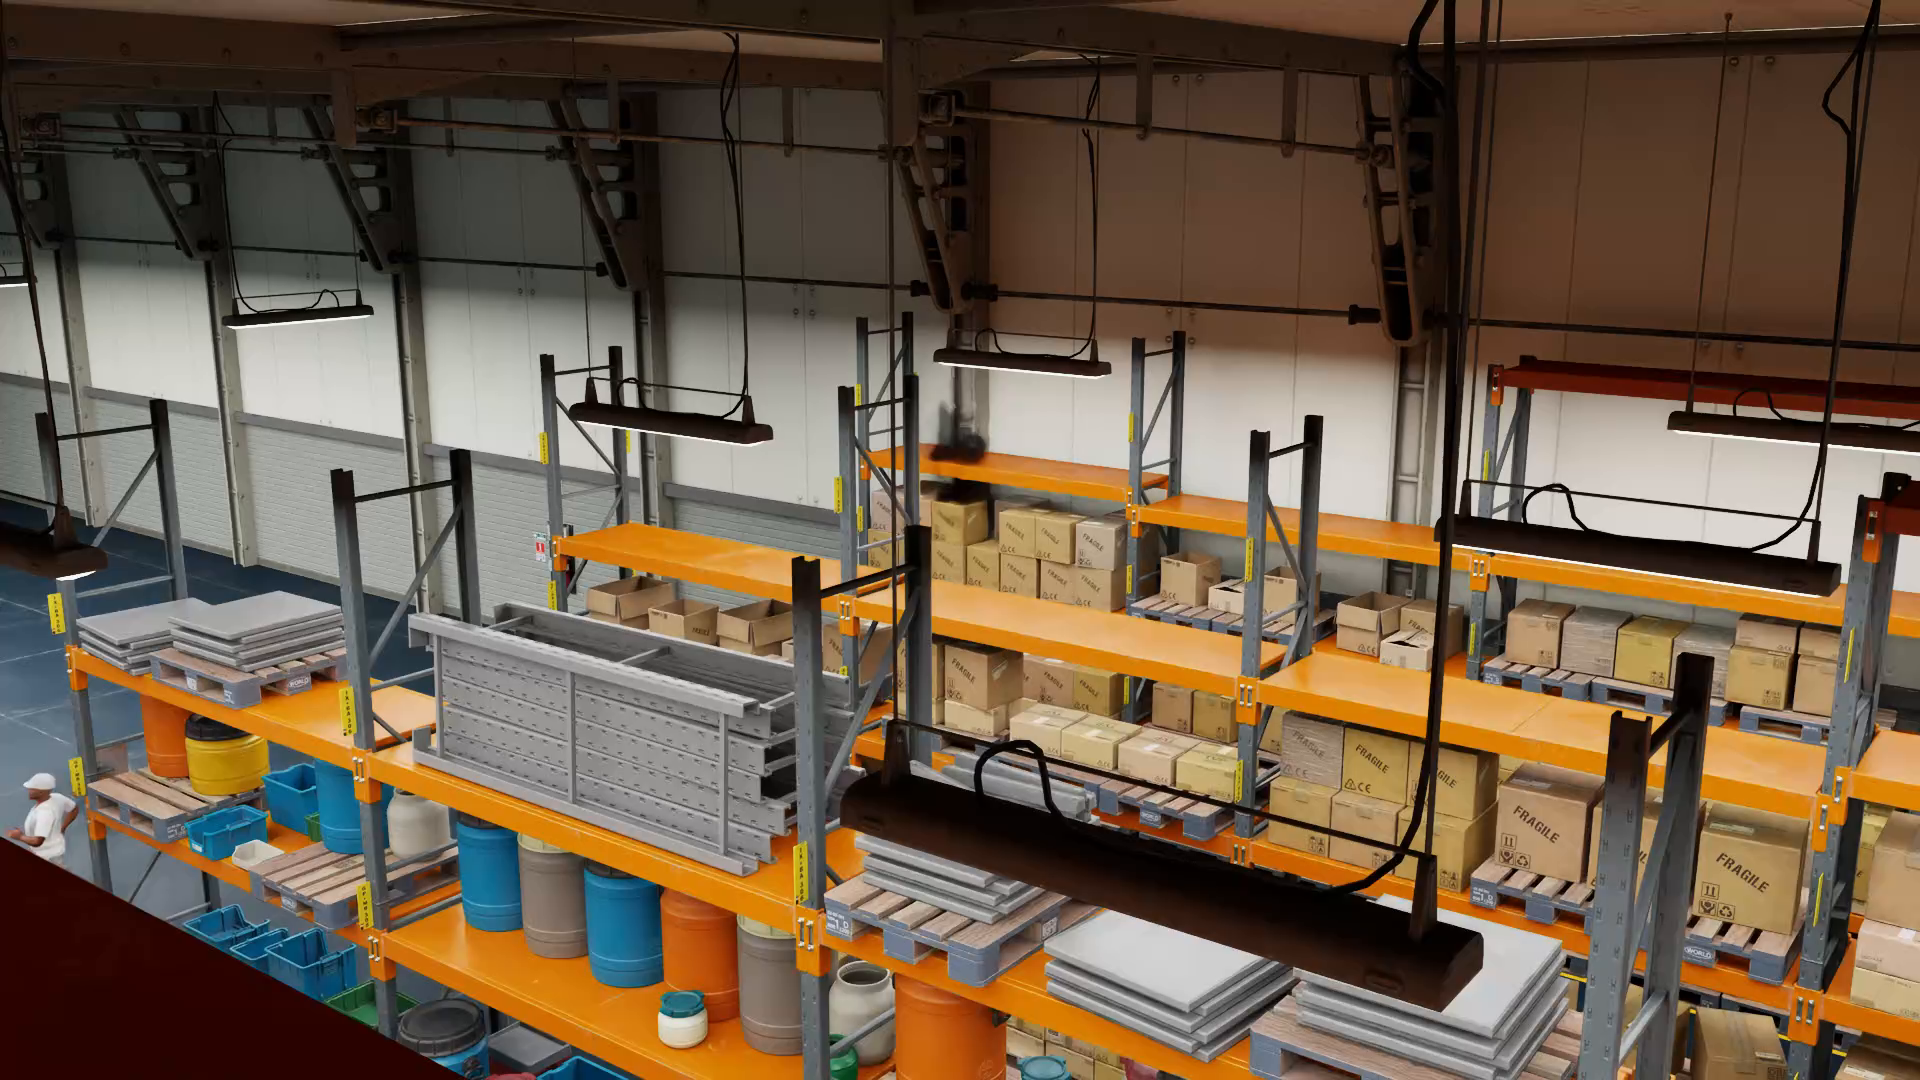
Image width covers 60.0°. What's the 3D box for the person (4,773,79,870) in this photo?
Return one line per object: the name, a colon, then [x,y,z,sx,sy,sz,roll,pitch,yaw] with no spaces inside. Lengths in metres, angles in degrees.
person: [-9.422,3.261,17.202,0.919,1.788,0.688,-6,14,-24]
